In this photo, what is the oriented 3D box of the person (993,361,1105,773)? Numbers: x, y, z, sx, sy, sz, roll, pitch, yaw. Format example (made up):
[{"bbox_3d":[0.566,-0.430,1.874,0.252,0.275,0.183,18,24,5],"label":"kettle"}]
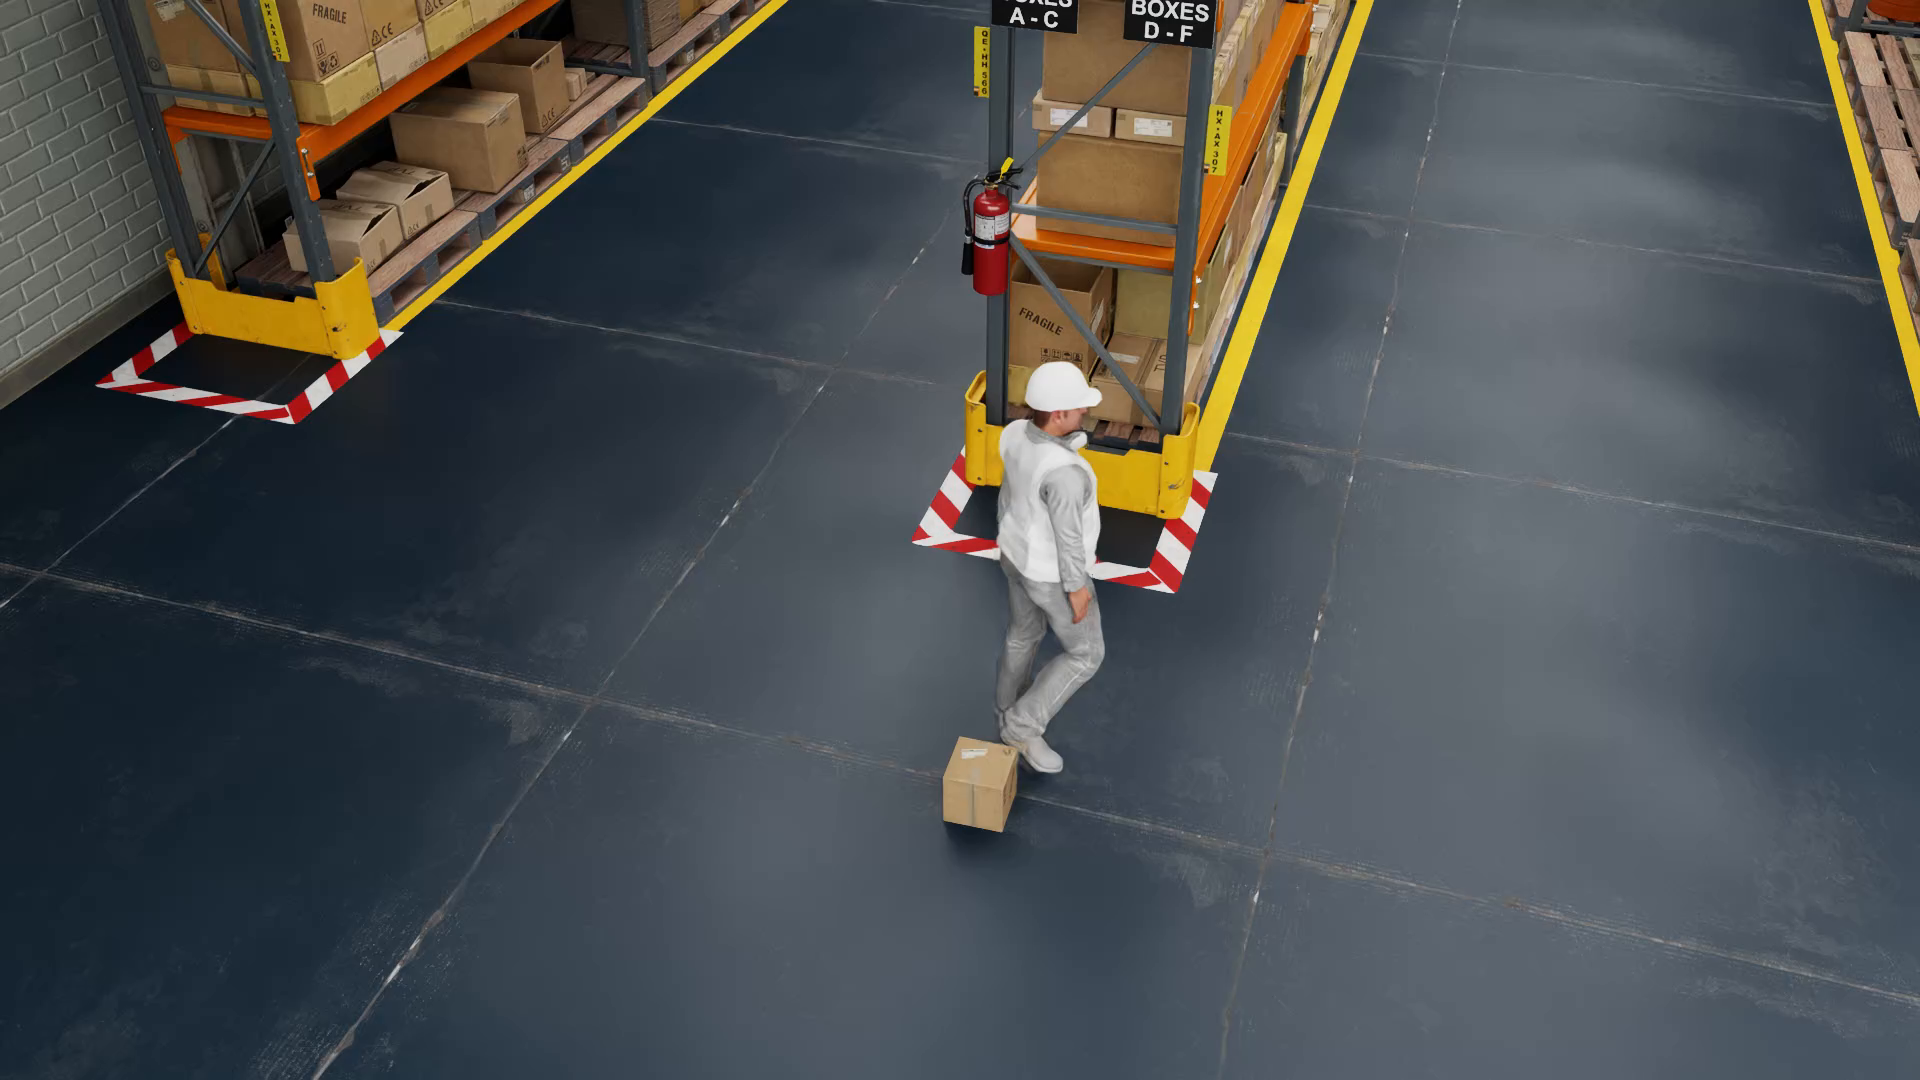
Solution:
[{"bbox_3d":[0.334,0.107,6.701,0.496,1.760,0.663,-17,40,-21],"label":"person"}]
